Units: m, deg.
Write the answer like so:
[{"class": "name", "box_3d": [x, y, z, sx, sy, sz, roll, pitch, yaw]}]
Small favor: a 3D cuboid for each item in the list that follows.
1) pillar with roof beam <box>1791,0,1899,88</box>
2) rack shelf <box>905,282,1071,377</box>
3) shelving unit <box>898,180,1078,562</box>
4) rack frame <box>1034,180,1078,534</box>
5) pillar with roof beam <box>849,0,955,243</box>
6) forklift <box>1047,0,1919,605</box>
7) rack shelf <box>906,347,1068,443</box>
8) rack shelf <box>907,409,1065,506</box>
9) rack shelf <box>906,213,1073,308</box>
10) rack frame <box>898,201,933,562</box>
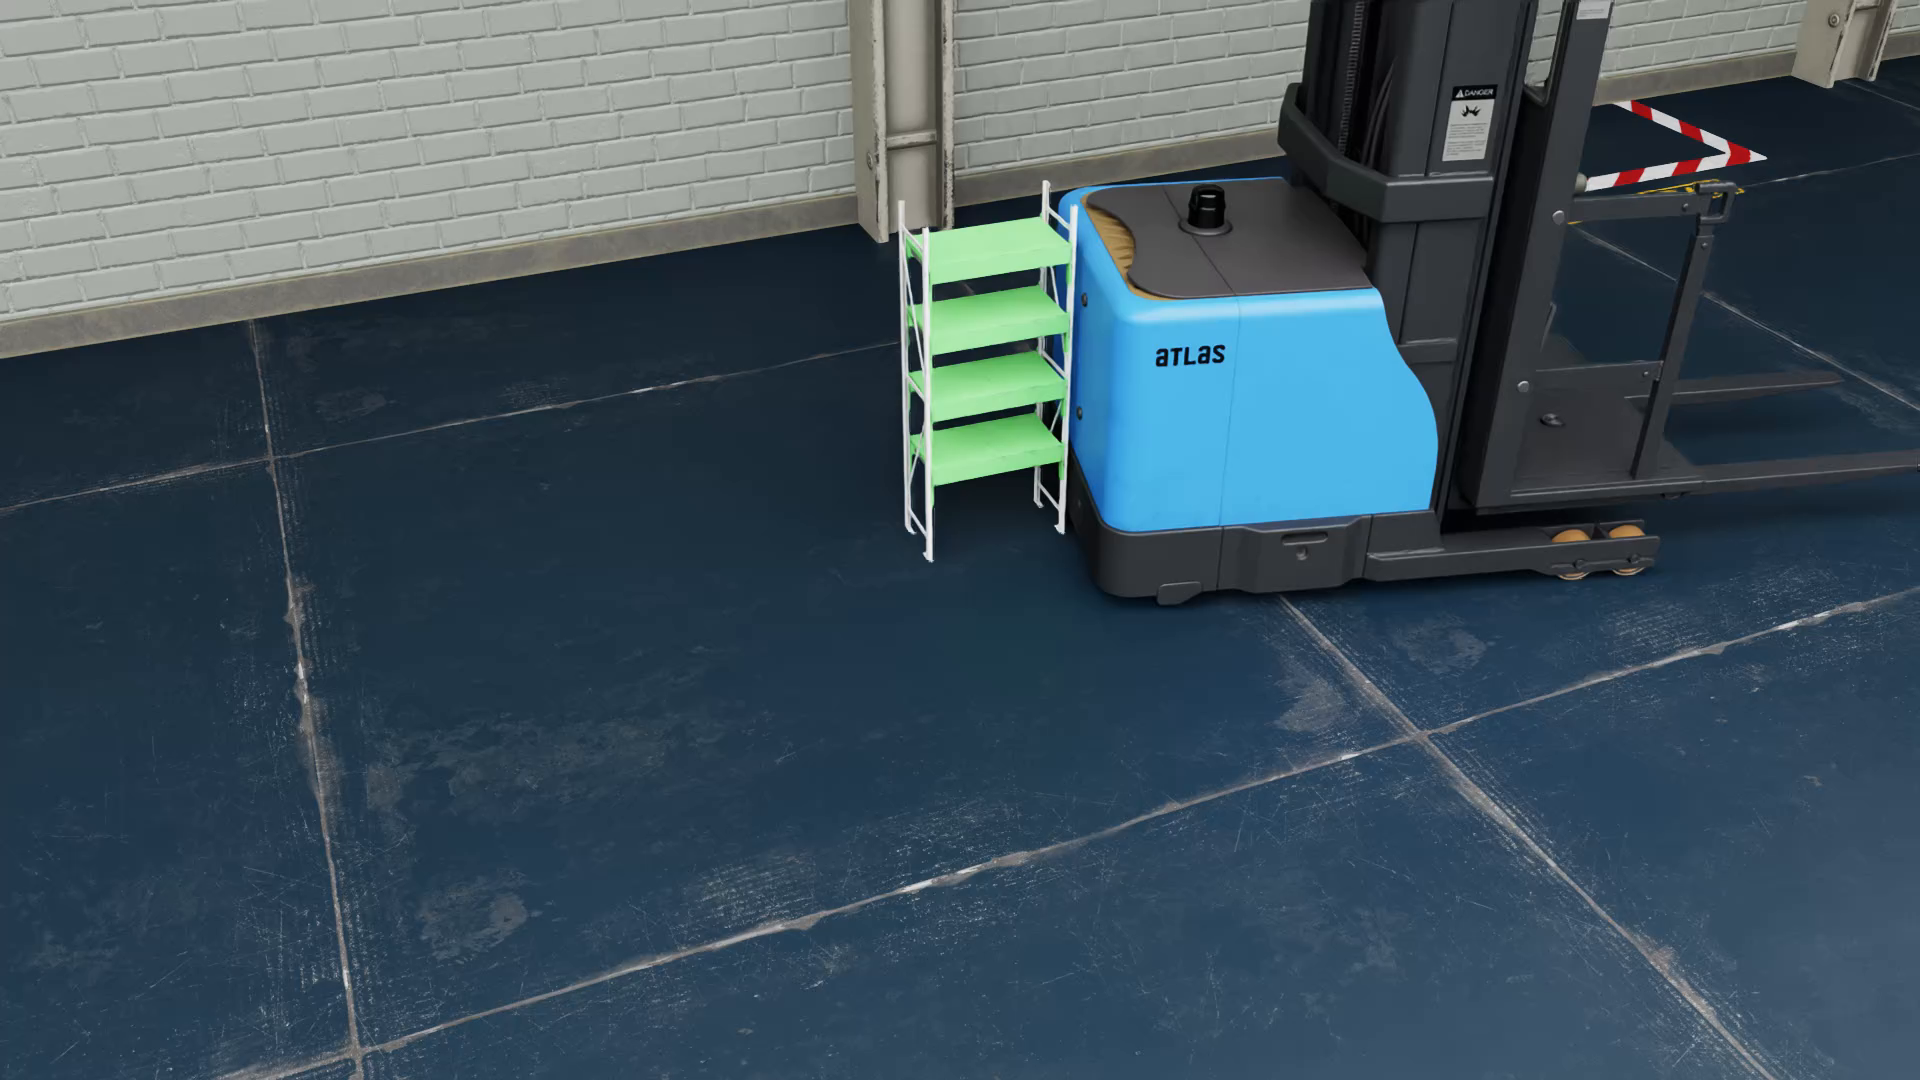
[{"class": "pillar with roof beam", "box_3d": [6.932, -4.408, 4.273, 0.400, 9.000, 9.100, -13, 35, -19]}, {"class": "rack shelf", "box_3d": [0.086, -0.685, 5.380, 0.480, 0.148, 0.258, -12, 35, -17]}, {"class": "shelving unit", "box_3d": [0.086, -0.538, 5.476, 0.503, 1.200, 0.258, -12, 35, -17]}, {"class": "rack frame", "box_3d": [0.314, -0.585, 5.549, 0.015, 1.200, 0.240, -12, 35, -17]}, {"class": "pillar with roof beam", "box_3d": [1.400, -3.141, 2.326, 0.400, 9.000, 9.100, -13, 35, -19]}, {"class": "forklift", "box_3d": [1.878, -1.377, 5.178, 3.031, 2.935, 1.130, -5, 33, -7]}, {"class": "rack shelf", "box_3d": [0.086, -0.484, 5.511, 0.480, 0.148, 0.258, -12, 35, -17]}, {"class": "rack shelf", "box_3d": [0.086, -0.283, 5.642, 0.480, 0.148, 0.258, -12, 35, -17]}, {"class": "rack shelf", "box_3d": [0.086, -0.886, 5.249, 0.480, 0.148, 0.258, -12, 35, -17]}, {"class": "rack frame", "box_3d": [-0.142, -0.490, 5.403, 0.015, 1.200, 0.240, -12, 35, -17]}]
